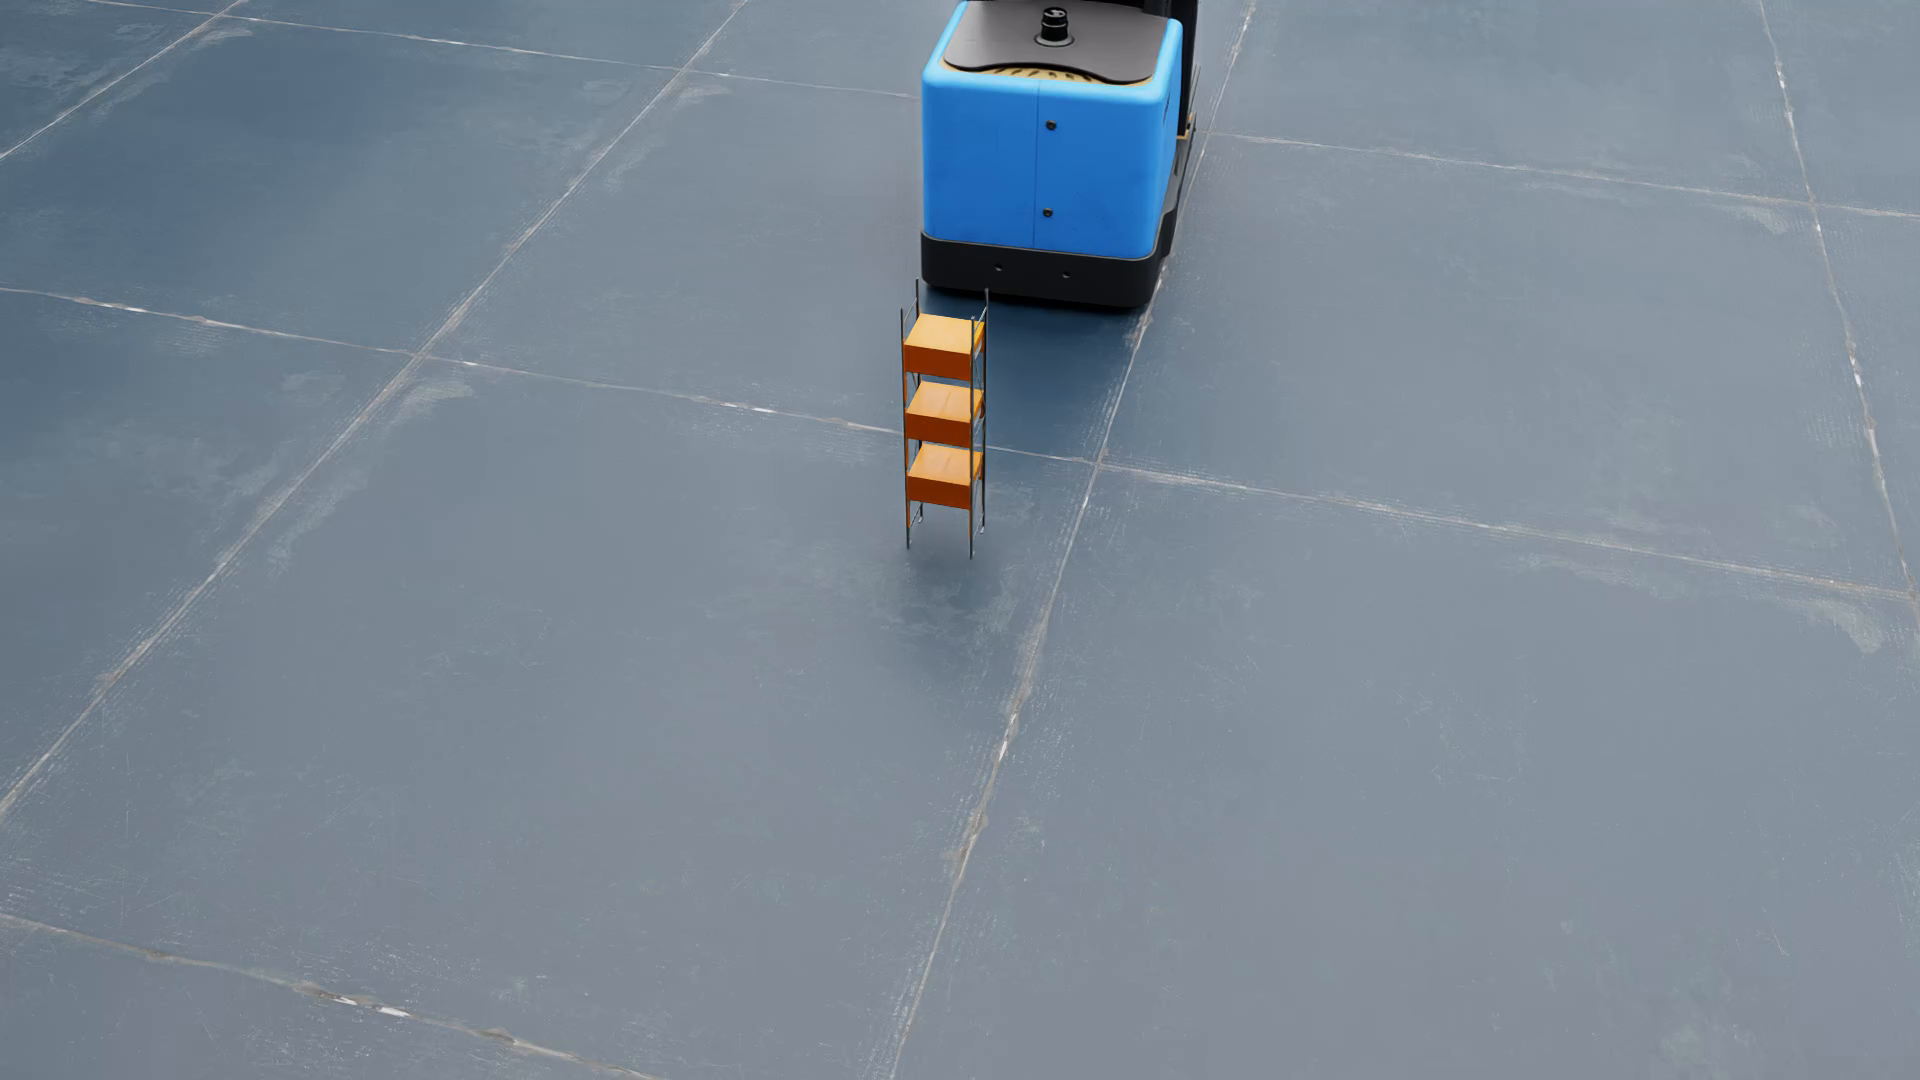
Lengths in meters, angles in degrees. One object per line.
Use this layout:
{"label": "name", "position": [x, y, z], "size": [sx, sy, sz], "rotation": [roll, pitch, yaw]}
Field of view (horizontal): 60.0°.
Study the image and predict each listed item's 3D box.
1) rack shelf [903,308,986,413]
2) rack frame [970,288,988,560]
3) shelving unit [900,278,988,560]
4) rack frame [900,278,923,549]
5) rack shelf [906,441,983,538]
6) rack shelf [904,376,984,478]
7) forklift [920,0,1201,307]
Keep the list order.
{"label": "rack shelf", "position": [-0.052, -0.620, 5.747], "size": [0.240, 0.259, 0.215], "rotation": [10, 41, 11]}
{"label": "rack frame", "position": [0.066, -0.391, 5.899], "size": [0.008, 1.050, 0.200], "rotation": [10, 41, 11]}
{"label": "shelving unit", "position": [-0.052, -0.411, 5.923], "size": [0.252, 1.050, 0.215], "rotation": [10, 41, 11]}
{"label": "rack frame", "position": [-0.170, -0.431, 5.947], "size": [0.008, 1.050, 0.200], "rotation": [10, 41, 11]}
{"label": "rack shelf", "position": [-0.052, -0.190, 6.109], "size": [0.240, 0.259, 0.215], "rotation": [10, 41, 11]}
{"label": "rack shelf", "position": [-0.052, -0.403, 5.930], "size": [0.240, 0.259, 0.215], "rotation": [10, 41, 11]}
{"label": "forklift", "position": [0.626, -3.106, 7.669], "size": [1.130, 2.935, 3.031], "rotation": [8, 41, 9]}
